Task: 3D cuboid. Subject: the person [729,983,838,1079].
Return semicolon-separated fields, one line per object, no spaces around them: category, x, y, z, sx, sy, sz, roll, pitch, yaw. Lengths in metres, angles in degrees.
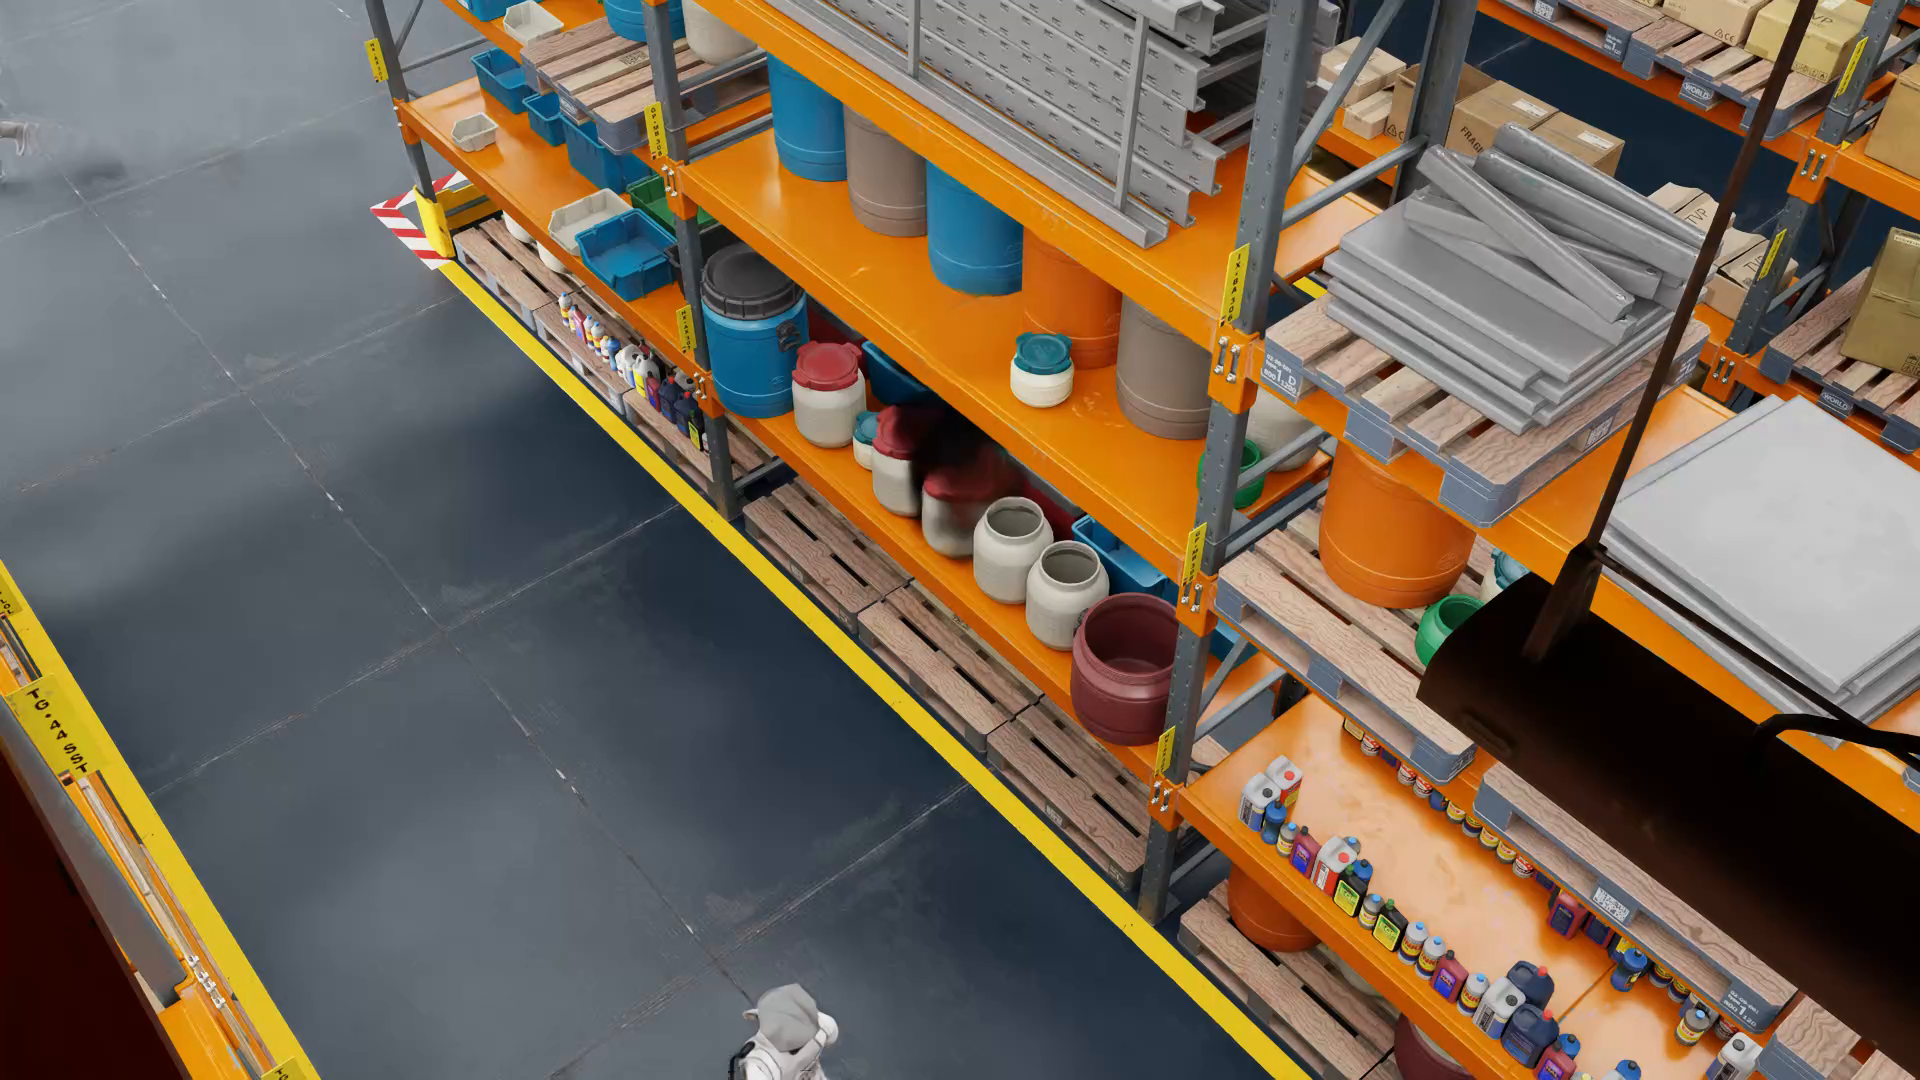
person;-0.760;2.430;7.184;0.618;1.771;0.697;-31;54;-26

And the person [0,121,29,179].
person;-7.936;-3.584;13.253;0.611;1.665;0.575;-12;48;-11
